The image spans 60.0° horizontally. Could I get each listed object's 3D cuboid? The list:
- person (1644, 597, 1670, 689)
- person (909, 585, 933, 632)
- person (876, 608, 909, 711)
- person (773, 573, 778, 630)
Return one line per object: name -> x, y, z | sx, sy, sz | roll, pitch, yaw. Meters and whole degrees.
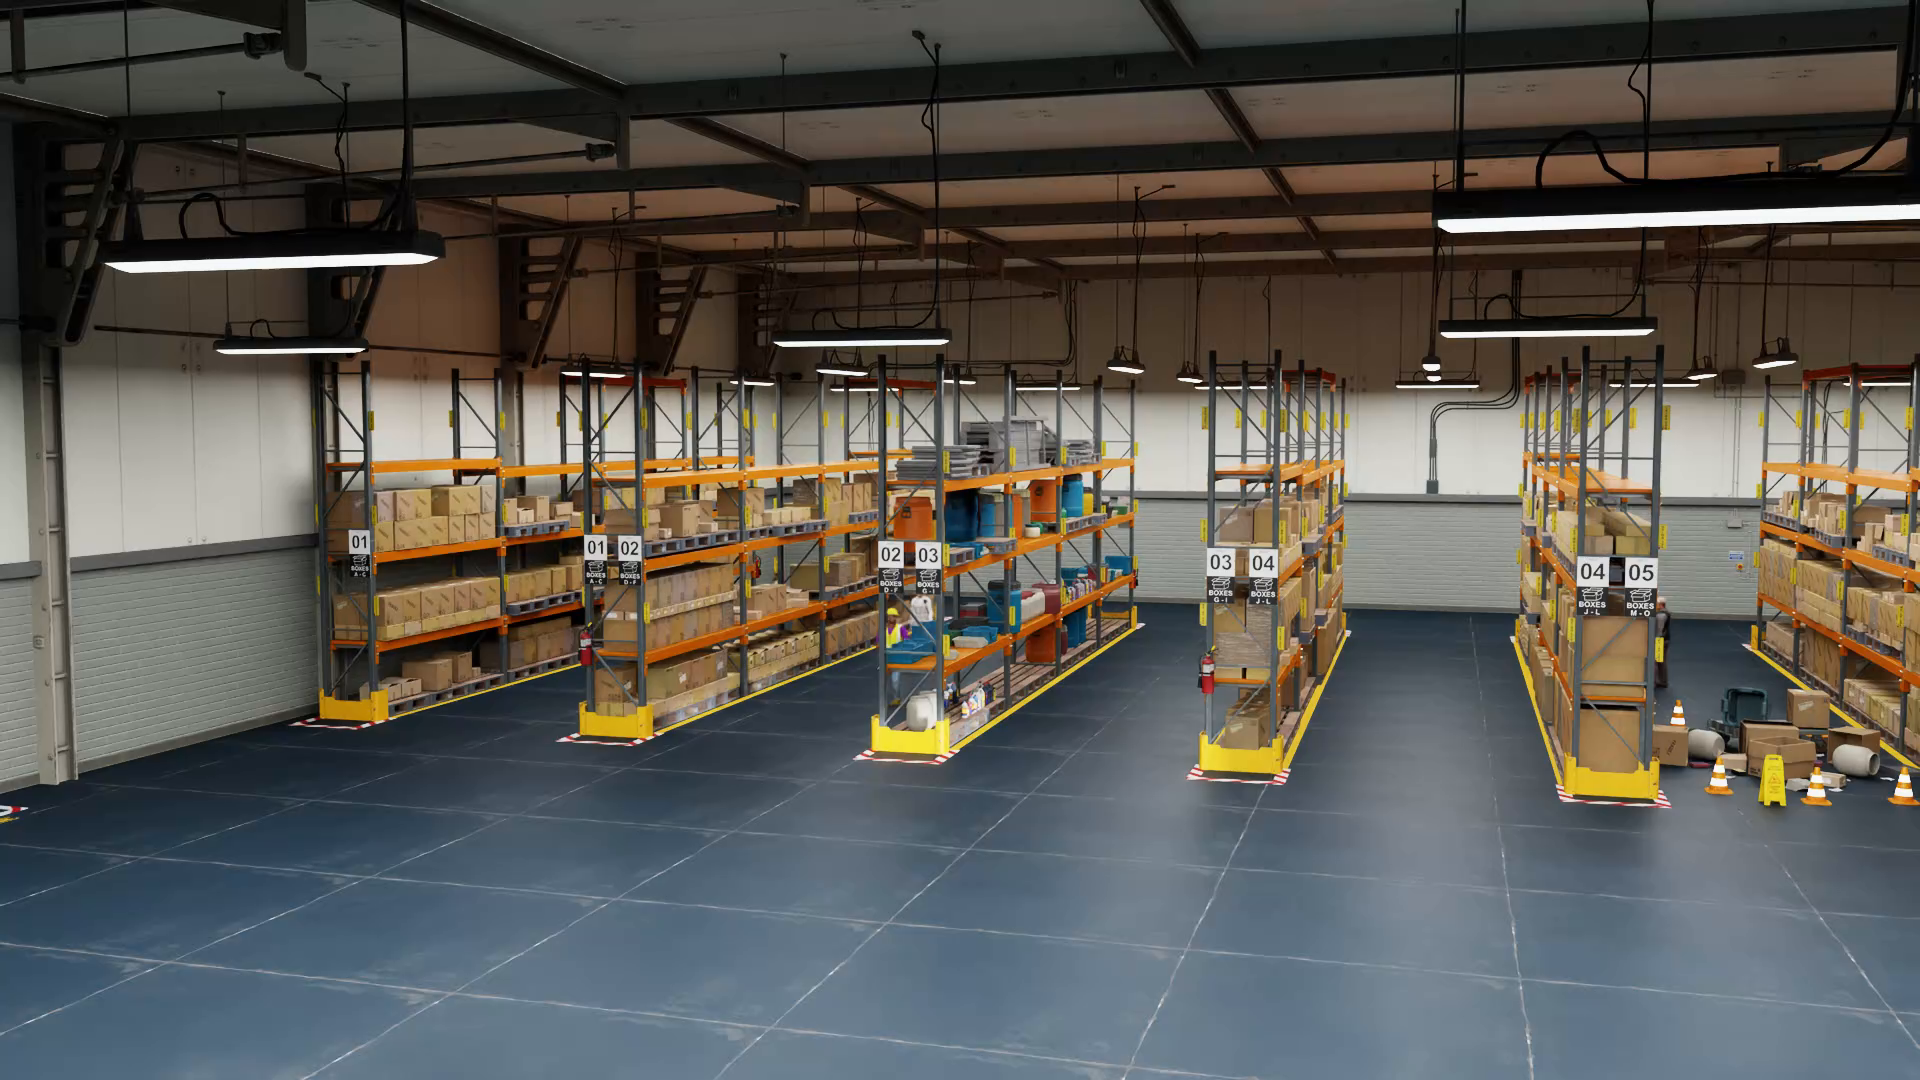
person -> 13.012, 1.932, 31.064 | 0.458, 1.728, 0.600 | 4, 5, 41
person -> -0.808, 1.710, 34.540 | 0.525, 1.640, 0.975 | 1, 4, 11
person -> -1.218, 2.088, 29.015 | 0.609, 1.750, 0.782 | 1, 4, 8
person -> -4.008, 1.494, 37.226 | 0.406, 1.673, 0.509 | 1, 4, 16
